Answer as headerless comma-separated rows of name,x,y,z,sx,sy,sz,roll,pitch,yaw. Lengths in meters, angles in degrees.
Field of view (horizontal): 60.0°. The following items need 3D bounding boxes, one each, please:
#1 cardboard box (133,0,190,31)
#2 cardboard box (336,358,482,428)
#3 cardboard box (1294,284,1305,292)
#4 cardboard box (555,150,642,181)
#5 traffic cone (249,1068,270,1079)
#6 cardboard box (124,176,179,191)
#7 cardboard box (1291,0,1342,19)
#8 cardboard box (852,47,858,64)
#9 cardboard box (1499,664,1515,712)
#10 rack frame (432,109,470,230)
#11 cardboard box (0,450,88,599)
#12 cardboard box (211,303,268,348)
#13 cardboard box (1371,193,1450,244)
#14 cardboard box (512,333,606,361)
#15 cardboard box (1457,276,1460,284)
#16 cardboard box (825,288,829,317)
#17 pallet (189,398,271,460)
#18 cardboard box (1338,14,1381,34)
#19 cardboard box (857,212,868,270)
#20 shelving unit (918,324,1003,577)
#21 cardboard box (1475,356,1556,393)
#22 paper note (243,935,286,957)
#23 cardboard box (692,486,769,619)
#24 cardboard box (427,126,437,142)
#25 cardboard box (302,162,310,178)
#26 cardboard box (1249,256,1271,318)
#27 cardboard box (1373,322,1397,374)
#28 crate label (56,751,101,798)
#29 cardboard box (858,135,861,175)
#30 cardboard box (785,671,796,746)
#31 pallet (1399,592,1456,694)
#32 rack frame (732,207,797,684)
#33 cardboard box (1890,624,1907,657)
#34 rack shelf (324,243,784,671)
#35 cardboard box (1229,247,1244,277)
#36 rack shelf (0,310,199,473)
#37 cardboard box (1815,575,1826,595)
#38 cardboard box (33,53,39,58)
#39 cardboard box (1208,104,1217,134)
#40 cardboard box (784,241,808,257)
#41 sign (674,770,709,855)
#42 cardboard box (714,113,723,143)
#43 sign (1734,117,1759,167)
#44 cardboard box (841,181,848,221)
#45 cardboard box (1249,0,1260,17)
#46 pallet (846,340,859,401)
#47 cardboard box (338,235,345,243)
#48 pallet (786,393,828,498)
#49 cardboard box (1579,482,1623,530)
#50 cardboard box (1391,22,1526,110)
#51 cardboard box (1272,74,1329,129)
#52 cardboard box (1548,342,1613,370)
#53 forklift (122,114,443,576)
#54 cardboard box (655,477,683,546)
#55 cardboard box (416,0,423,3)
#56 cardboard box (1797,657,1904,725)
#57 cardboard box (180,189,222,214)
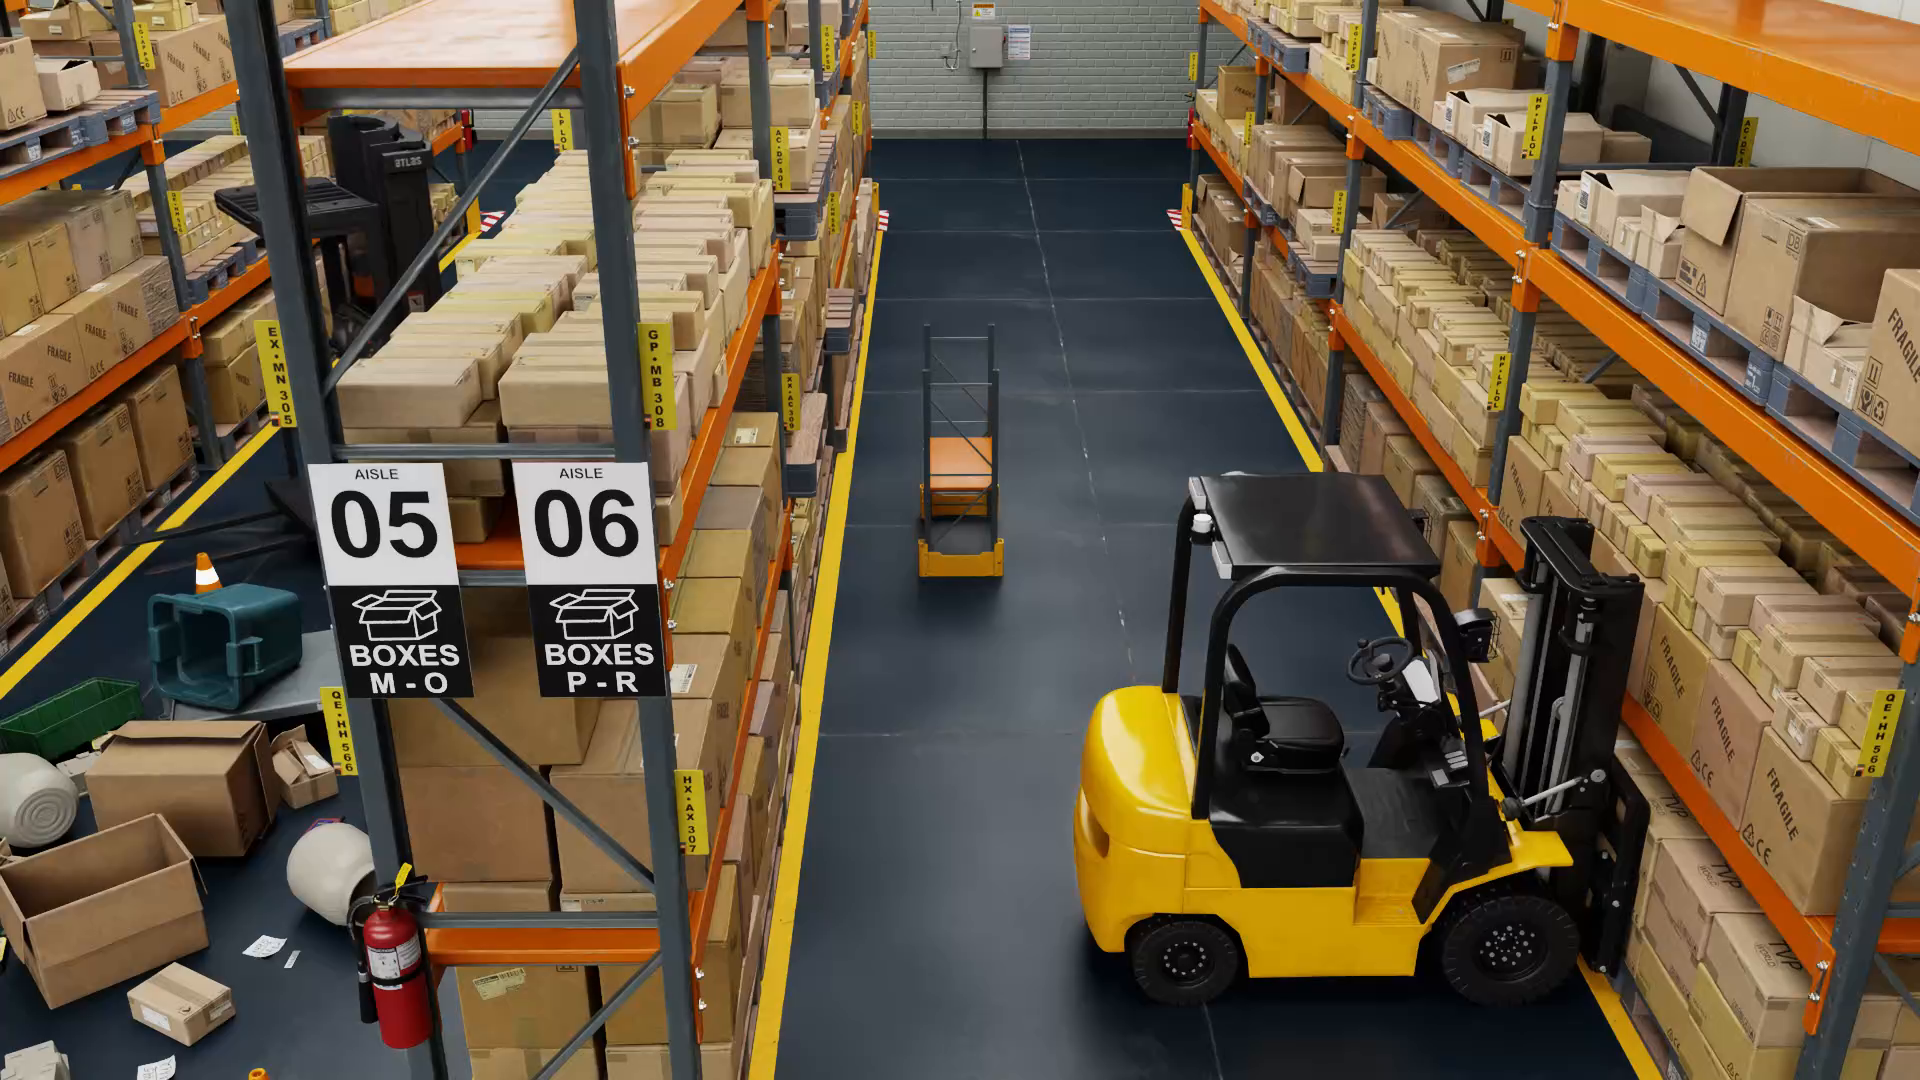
cardboard box,-6.197,-4.081,12.827,0.396,0.266,0.258,0,24,-1
cardboard box,-1.726,-0.461,5.209,0.380,0.149,0.250,0,24,0
cardboard box,3.253,-2.226,15.151,0.380,0.149,0.250,0,24,0
cardboard box,-1.793,-1.840,8.258,0.380,0.149,0.250,-1,24,-1
traffic cone,-2.721,2.277,6.536,0.336,0.463,0.334,0,24,-1
cardboard box,-6.938,-3.020,14.245,0.380,0.149,0.250,1,24,2
cardboard box,3.046,-4.541,14.207,0.380,0.149,0.250,0,24,0
cardboard box,-1.299,-5.207,17.885,0.380,0.149,0.250,0,24,0
cardboard box,3.197,0.863,8.806,0.500,0.250,0.500,0,24,-1
rack frame,-6.550,-5.236,20.071,1.000,3.000,0.127,0,24,-1
cardboard box,-6.522,-0.111,10.958,1.050,0.750,0.750,0,24,-1
cardboard box,-6.234,-1.828,14.149,0.500,0.250,0.500,-1,24,-1
cardboard box,3.600,-2.477,13.339,0.500,0.500,0.500,1,24,2
cardboard box,-1.245,-0.574,5.459,0.380,0.149,0.250,0,24,-1
cardboard box,3.739,-1.792,12.032,0.500,0.250,0.500,0,24,0
cardboard box,-1.152,-1.733,12.120,0.380,0.149,0.250,0,24,-1
pallet,-6.470,-0.991,14.069,1.003,0.211,1.213,0,24,-1
cardboard box,3.238,-4.107,13.270,0.380,0.149,0.250,-1,24,-1
cardboard box,-1.468,-3.304,18.398,0.875,0.438,0.875,-1,24,-2
shelving unit,0.001,-0.652,11.755,0.587,1.500,1.083,0,24,-1
cardboard box,3.246,-0.966,9.721,0.380,0.149,0.250,-1,24,-1
paper note,-3.287,1.920,7.866,0.148,0.019,0.142,8,26,18
cardboard box,-1.194,0.071,7.853,0.500,0.500,0.500,0,24,1
cardboard box,-6.255,-4.678,19.141,0.380,0.149,0.250,0,24,1
cardboard box,-6.301,-3.426,15.504,0.380,0.149,0.250,1,24,2
cardboard box,3.186,-2.528,16.606,0.500,0.500,0.500,1,24,2
cardboard box,3.223,-1.356,11.673,0.500,0.250,0.500,-1,24,-2
crate label,-4.810,1.281,9.134,0.298,0.136,0.250,-19,31,-36
cardboard box,-1.302,-4.099,17.436,0.500,0.500,0.500,0,24,0
cardboard box,-1.195,0.949,9.223,0.500,0.250,0.500,1,24,2
pallet,3.446,0.588,10.577,1.003,0.211,1.213,0,24,-1
rack frame,-1.470,-0.355,9.279,1.000,3.000,0.127,0,24,-1
cardboard box,3.760,0.436,6.259,0.380,0.149,0.250,0,24,0
rack shelf,-1.449,-0.570,6.987,1.077,0.370,4.000,0,24,-1
cardboard box,3.102,-2.997,17.927,0.396,0.266,0.258,1,24,1
rack shelf,-6.441,-0.788,11.108,1.077,0.370,4.000,0,24,-1
cardboard box,3.849,0.257,7.017,0.380,0.149,0.250,1,24,1
cardboard box,-6.675,-3.203,11.413,0.500,0.311,0.500,0,24,0
cardboard box,3.112,-4.786,18.897,0.500,0.250,0.500,-1,24,-2
cardboard box,-1.214,-1.999,11.133,0.380,0.149,0.250,-1,24,-3
sign,-0.884,0.896,5.462,0.100,0.325,0.005,0,24,-1
cardboard box,-1.622,-2.294,9.597,0.500,0.250,0.500,0,24,0
sign,4.048,-2.021,8.598,0.100,0.325,0.005,0,24,-1
cardboard box,-1.263,-3.000,14.703,0.500,0.250,0.500,0,24,0
cardboard box,3.150,-5.307,16.409,0.500,0.250,0.500,0,24,0
pallet,-1.458,-1.560,15.326,1.003,0.211,1.213,0,24,-1
cardboard box,-6.748,-3.212,17.823,0.380,0.149,0.250,1,24,1
pallet,-1.333,-0.583,10.016,1.003,0.211,1.213,0,24,-1
cardboard box,3.198,-0.164,7.947,0.380,0.149,0.250,0,24,-1
cardboard box,3.319,-3.170,11.109,0.700,0.500,0.500,-1,24,-2
cardboard box,3.655,-4.699,17.795,0.500,0.500,0.500,-1,24,-2
cardboard box,3.751,-1.080,9.972,0.380,0.149,0.250,0,24,-1
forklift,-4.417,-1.385,11.638,3.031,2.935,1.130,-17,30,-33
cardboard box,-1.106,-0.097,5.374,0.380,0.149,0.250,0,24,-1
cardboard box,-6.268,-6.138,18.607,0.500,0.250,0.500,0,24,0
cardboard box,3.288,0.544,6.020,0.380,0.149,0.250,0,24,0
cardboard box,-6.280,-2.800,13.757,0.380,0.149,0.250,-1,24,-3
